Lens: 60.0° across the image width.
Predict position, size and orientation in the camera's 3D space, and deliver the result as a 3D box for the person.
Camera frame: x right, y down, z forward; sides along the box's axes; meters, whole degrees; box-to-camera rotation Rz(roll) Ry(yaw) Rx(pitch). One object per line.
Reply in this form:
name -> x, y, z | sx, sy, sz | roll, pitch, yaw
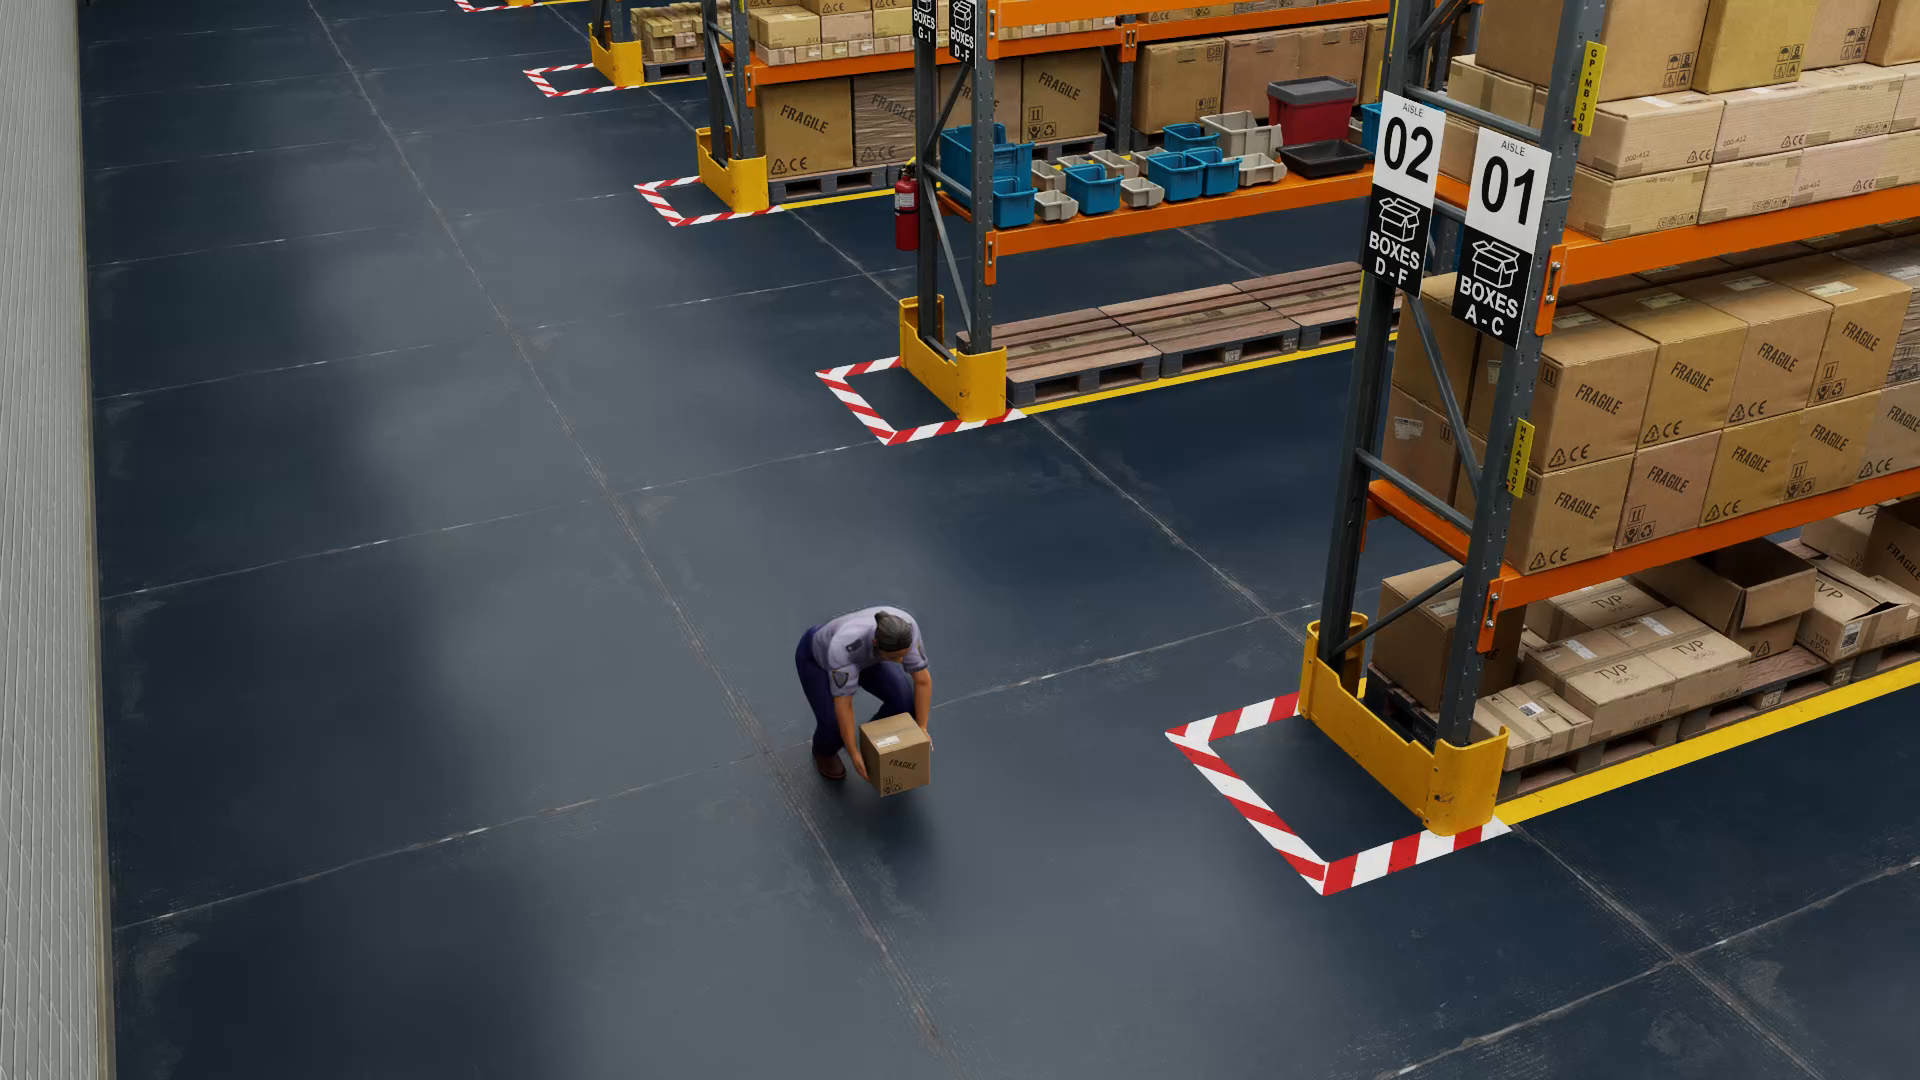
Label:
person -> -0.458, 0.671, 7.928 | 0.530, 1.013, 0.802 | -13, 32, -22
